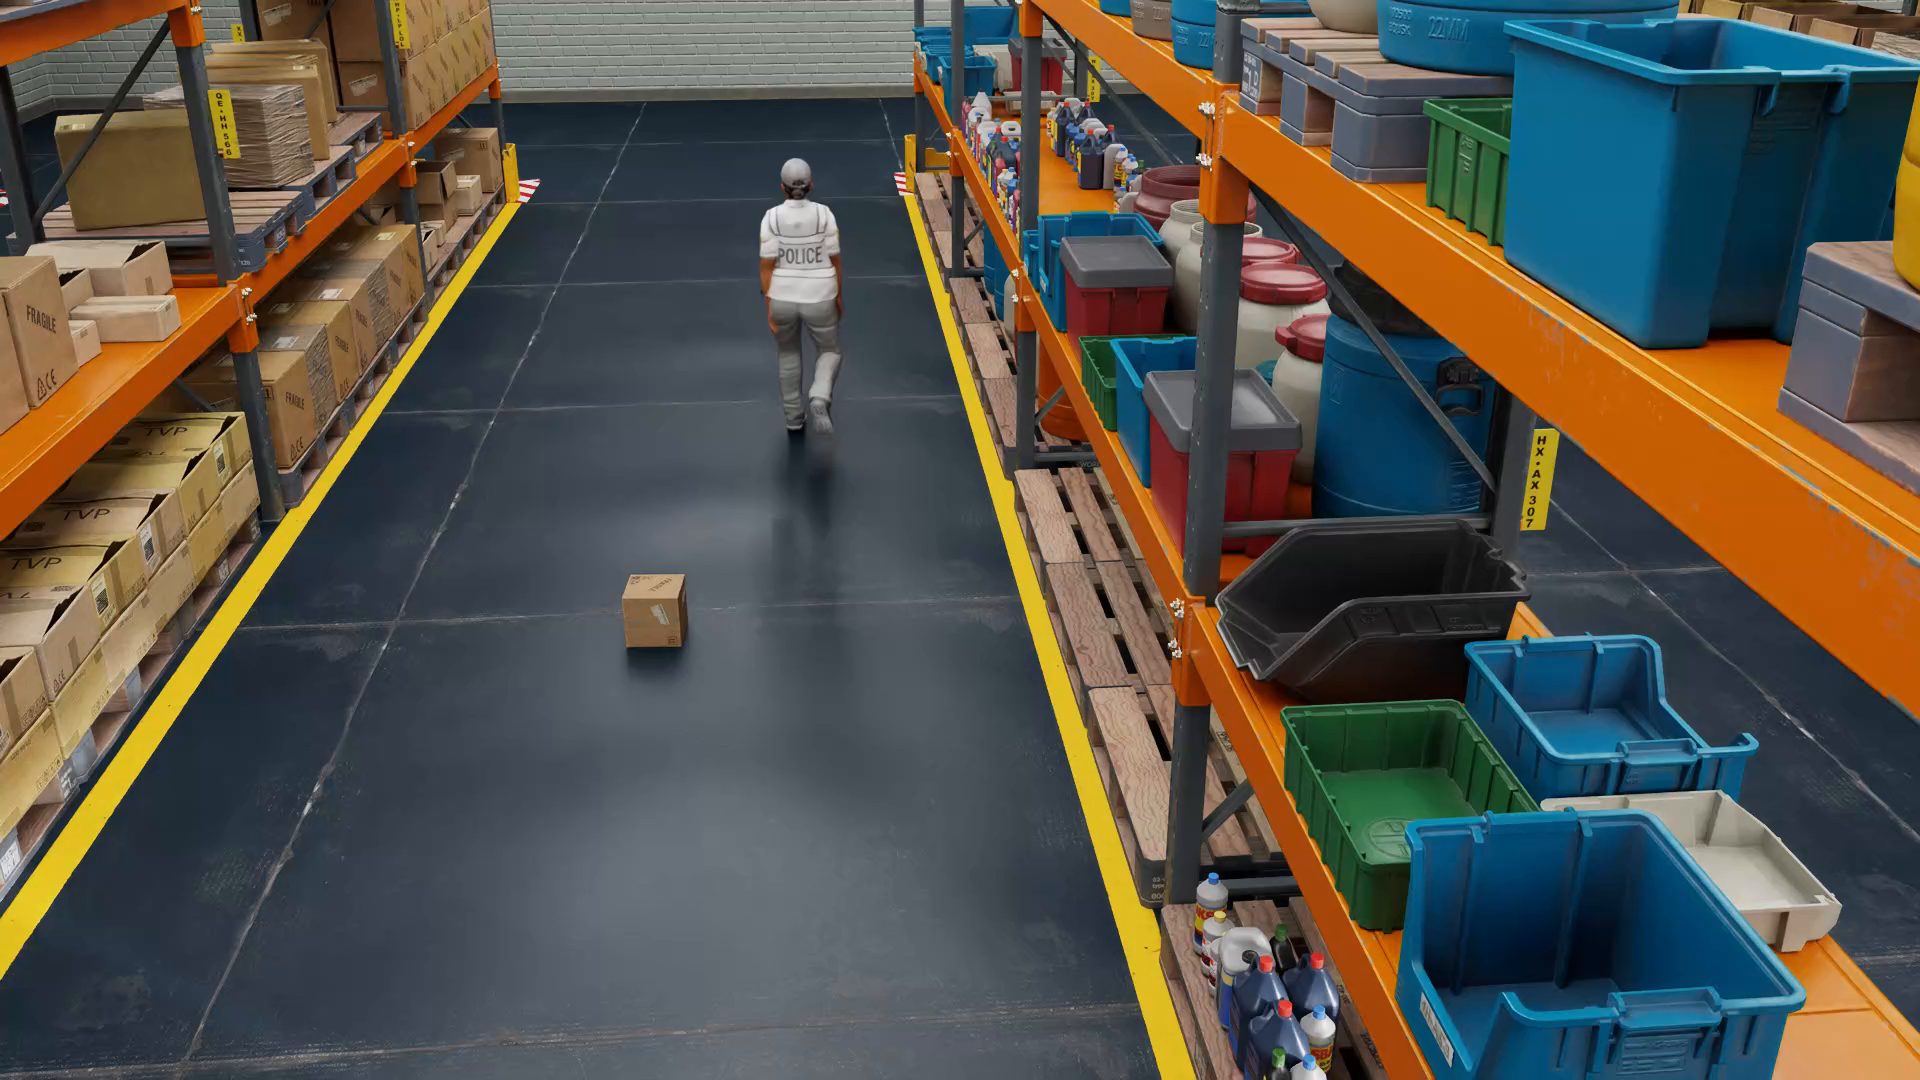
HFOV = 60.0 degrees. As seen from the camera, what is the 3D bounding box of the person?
[{"bbox_3d":[-0.925,-1.405,9.730,0.477,1.640,0.592,0,24,0],"label":"person"}]
